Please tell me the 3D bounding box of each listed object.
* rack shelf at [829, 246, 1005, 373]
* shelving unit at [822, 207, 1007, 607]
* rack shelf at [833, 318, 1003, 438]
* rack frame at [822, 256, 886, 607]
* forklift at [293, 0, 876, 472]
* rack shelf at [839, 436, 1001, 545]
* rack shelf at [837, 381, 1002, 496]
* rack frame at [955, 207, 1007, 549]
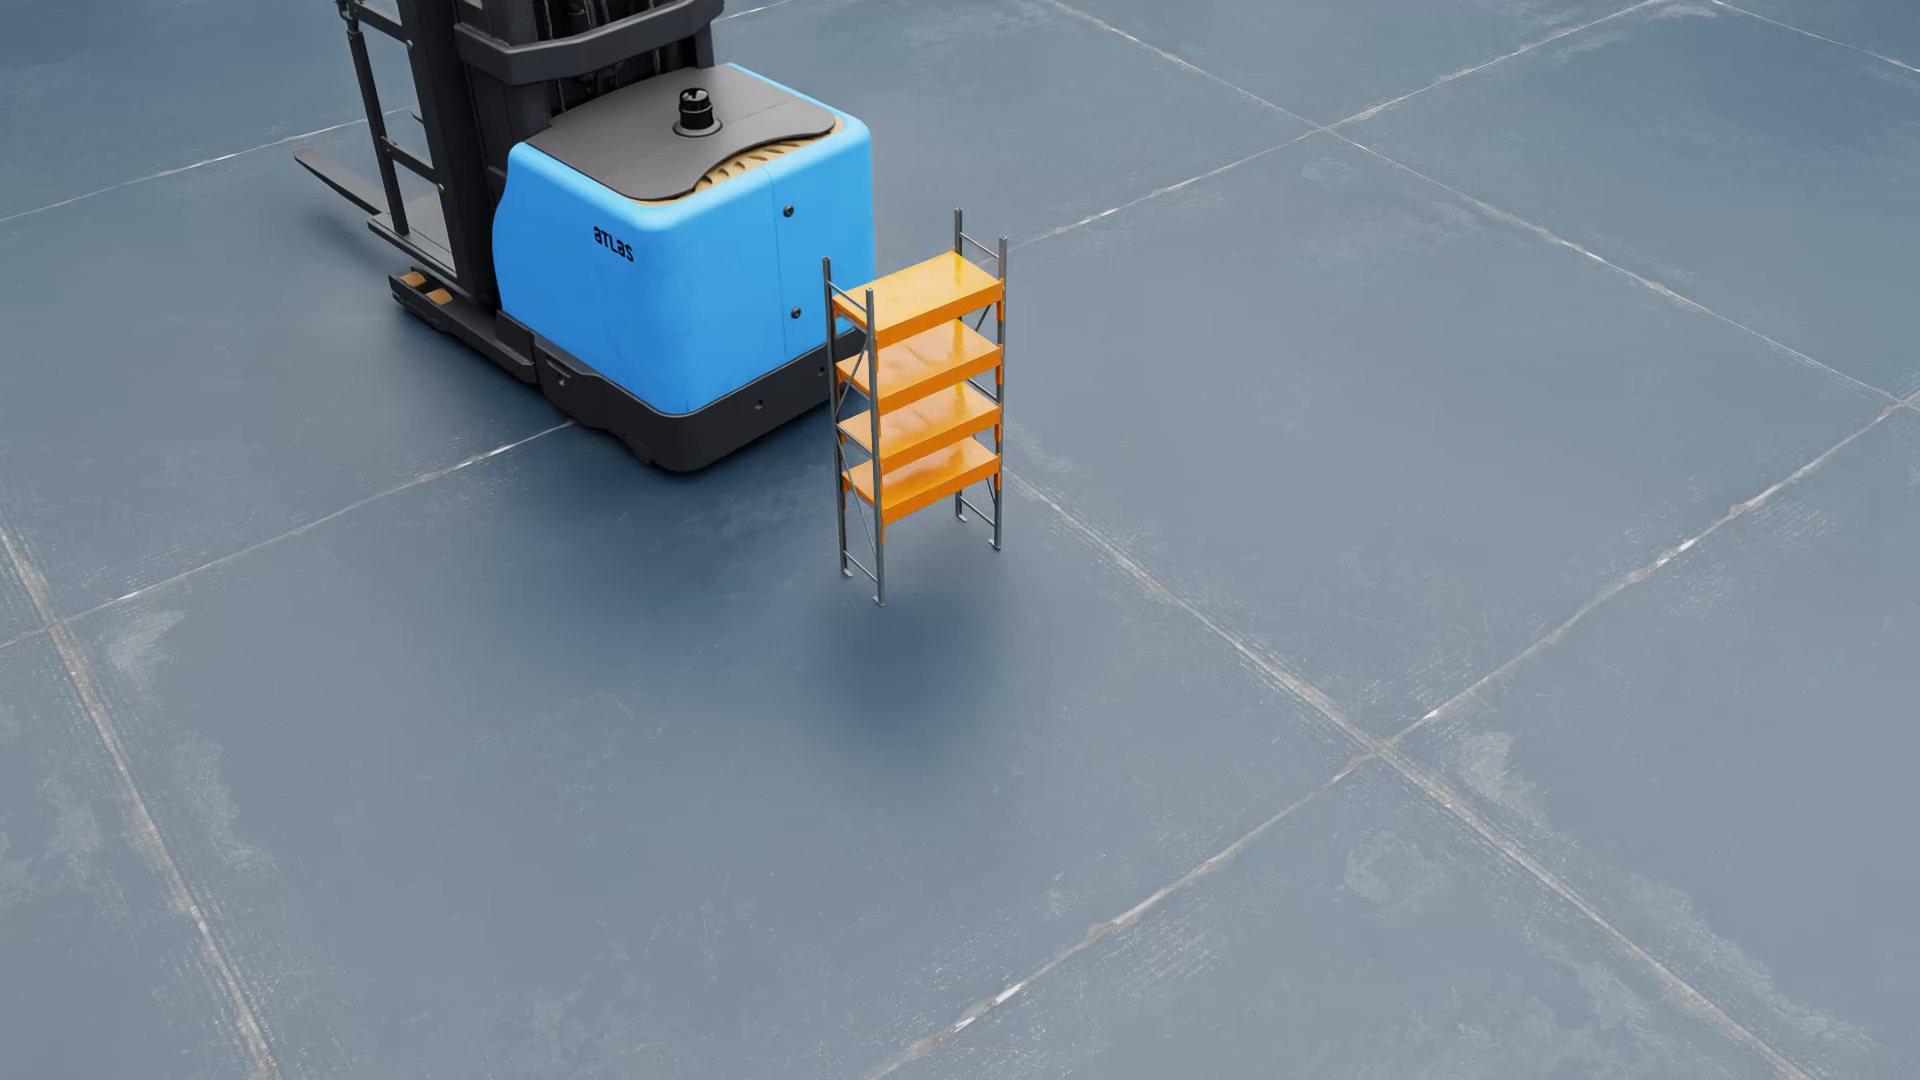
[{"bbox_3d":[-0.131,-0.704,5.042,0.480,0.148,0.258,-26,46,-28],"label":"rack shelf"},{"bbox_3d":[-0.131,-0.400,5.291,0.503,1.200,0.258,-26,46,-28],"label":"shelving unit"},{"bbox_3d":[-0.131,-0.521,5.192,0.480,0.148,0.258,-26,46,-28],"label":"rack shelf"},{"bbox_3d":[-0.325,-0.306,5.177,0.015,1.200,0.240,-26,46,-28],"label":"rack frame"},{"bbox_3d":[-1.708,-2.200,6.121,3.031,2.935,1.130,32,49,33],"label":"forklift"},{"bbox_3d":[-0.131,-0.194,5.460,0.480,0.148,0.258,-26,46,-28],"label":"rack shelf"},{"bbox_3d":[-0.131,-0.348,5.334,0.480,0.148,0.258,-26,46,-28],"label":"rack shelf"},{"bbox_3d":[0.062,-0.494,5.406,0.015,1.200,0.240,-26,46,-28],"label":"rack frame"}]
